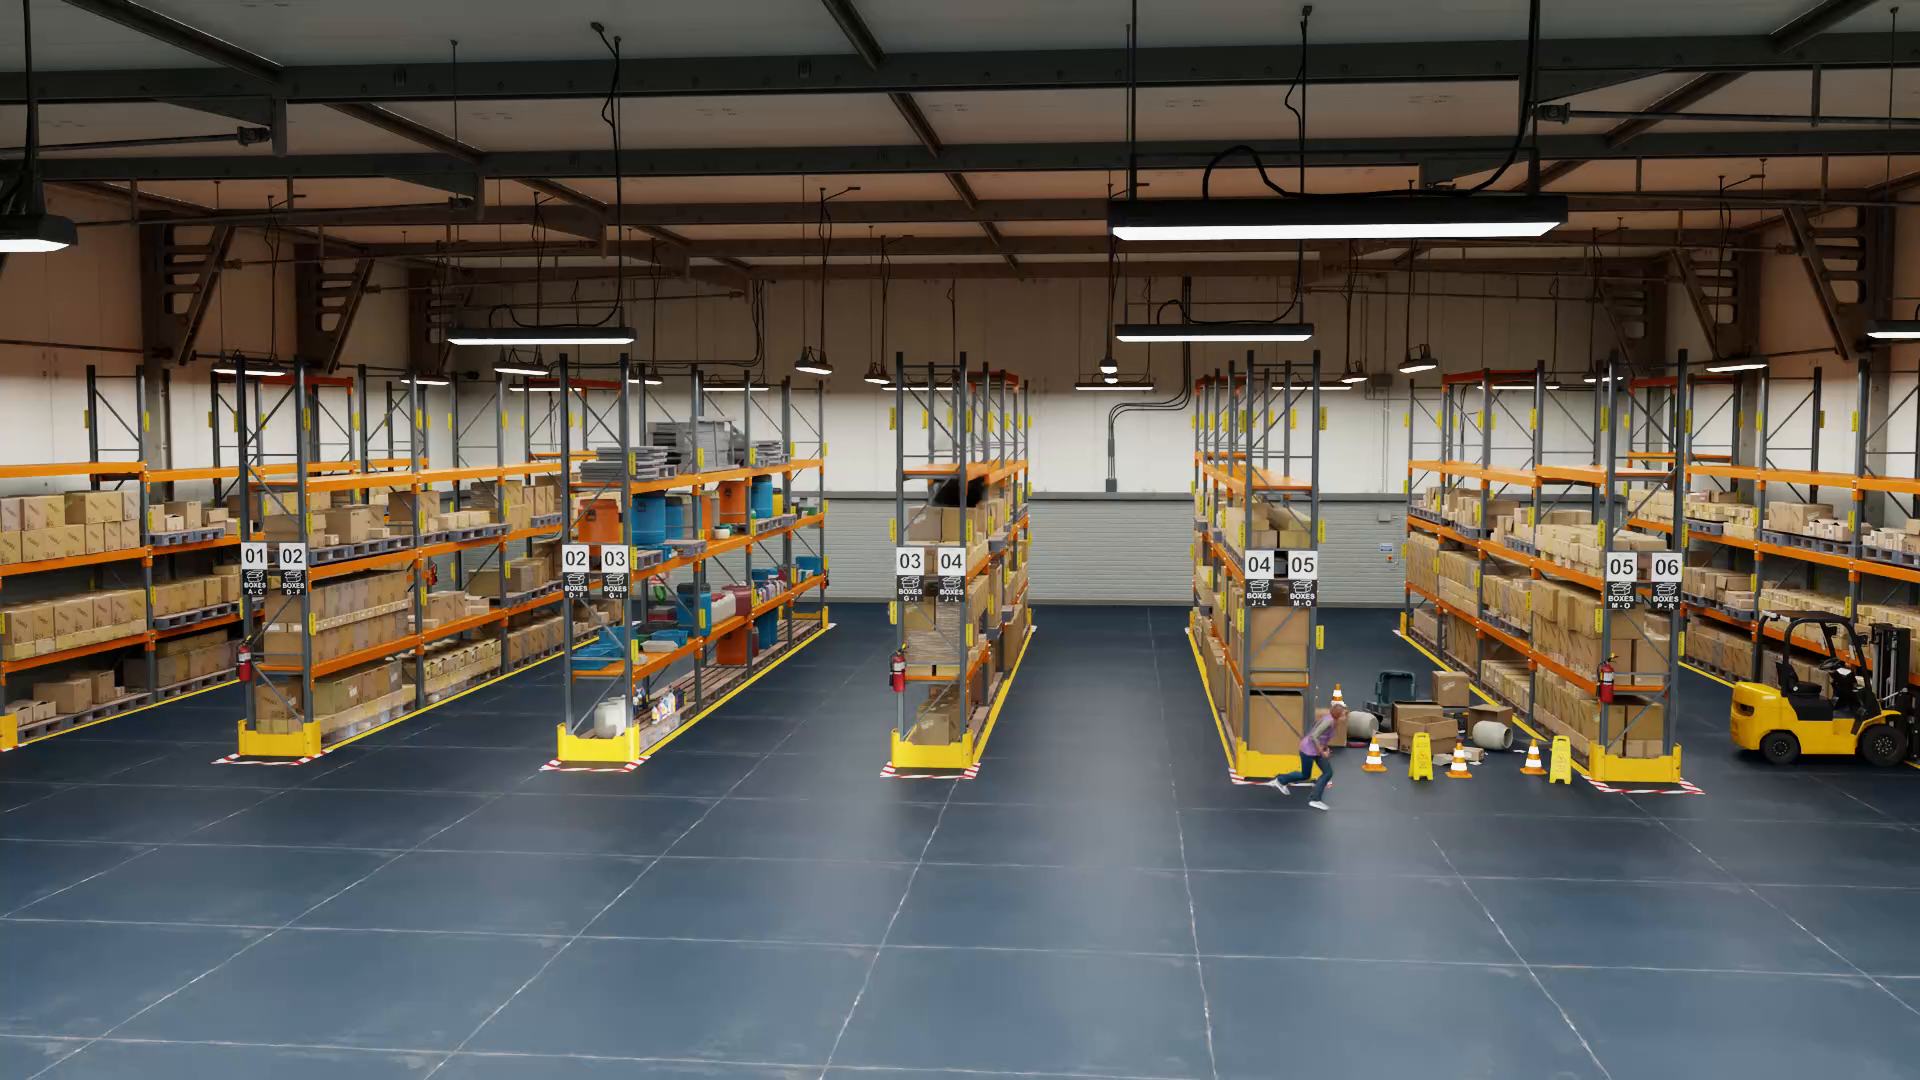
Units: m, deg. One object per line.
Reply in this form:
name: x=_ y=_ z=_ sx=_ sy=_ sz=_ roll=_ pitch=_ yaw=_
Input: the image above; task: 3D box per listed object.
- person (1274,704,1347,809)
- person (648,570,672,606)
person: x=4.539 y=2.788 z=21.629 sx=1.025 sy=1.413 sz=0.536 roll=3 pitch=5 yaw=35
person: x=-7.497 y=1.160 z=41.441 sx=0.674 sy=1.778 sz=0.799 roll=-3 pitch=5 yaw=-38
